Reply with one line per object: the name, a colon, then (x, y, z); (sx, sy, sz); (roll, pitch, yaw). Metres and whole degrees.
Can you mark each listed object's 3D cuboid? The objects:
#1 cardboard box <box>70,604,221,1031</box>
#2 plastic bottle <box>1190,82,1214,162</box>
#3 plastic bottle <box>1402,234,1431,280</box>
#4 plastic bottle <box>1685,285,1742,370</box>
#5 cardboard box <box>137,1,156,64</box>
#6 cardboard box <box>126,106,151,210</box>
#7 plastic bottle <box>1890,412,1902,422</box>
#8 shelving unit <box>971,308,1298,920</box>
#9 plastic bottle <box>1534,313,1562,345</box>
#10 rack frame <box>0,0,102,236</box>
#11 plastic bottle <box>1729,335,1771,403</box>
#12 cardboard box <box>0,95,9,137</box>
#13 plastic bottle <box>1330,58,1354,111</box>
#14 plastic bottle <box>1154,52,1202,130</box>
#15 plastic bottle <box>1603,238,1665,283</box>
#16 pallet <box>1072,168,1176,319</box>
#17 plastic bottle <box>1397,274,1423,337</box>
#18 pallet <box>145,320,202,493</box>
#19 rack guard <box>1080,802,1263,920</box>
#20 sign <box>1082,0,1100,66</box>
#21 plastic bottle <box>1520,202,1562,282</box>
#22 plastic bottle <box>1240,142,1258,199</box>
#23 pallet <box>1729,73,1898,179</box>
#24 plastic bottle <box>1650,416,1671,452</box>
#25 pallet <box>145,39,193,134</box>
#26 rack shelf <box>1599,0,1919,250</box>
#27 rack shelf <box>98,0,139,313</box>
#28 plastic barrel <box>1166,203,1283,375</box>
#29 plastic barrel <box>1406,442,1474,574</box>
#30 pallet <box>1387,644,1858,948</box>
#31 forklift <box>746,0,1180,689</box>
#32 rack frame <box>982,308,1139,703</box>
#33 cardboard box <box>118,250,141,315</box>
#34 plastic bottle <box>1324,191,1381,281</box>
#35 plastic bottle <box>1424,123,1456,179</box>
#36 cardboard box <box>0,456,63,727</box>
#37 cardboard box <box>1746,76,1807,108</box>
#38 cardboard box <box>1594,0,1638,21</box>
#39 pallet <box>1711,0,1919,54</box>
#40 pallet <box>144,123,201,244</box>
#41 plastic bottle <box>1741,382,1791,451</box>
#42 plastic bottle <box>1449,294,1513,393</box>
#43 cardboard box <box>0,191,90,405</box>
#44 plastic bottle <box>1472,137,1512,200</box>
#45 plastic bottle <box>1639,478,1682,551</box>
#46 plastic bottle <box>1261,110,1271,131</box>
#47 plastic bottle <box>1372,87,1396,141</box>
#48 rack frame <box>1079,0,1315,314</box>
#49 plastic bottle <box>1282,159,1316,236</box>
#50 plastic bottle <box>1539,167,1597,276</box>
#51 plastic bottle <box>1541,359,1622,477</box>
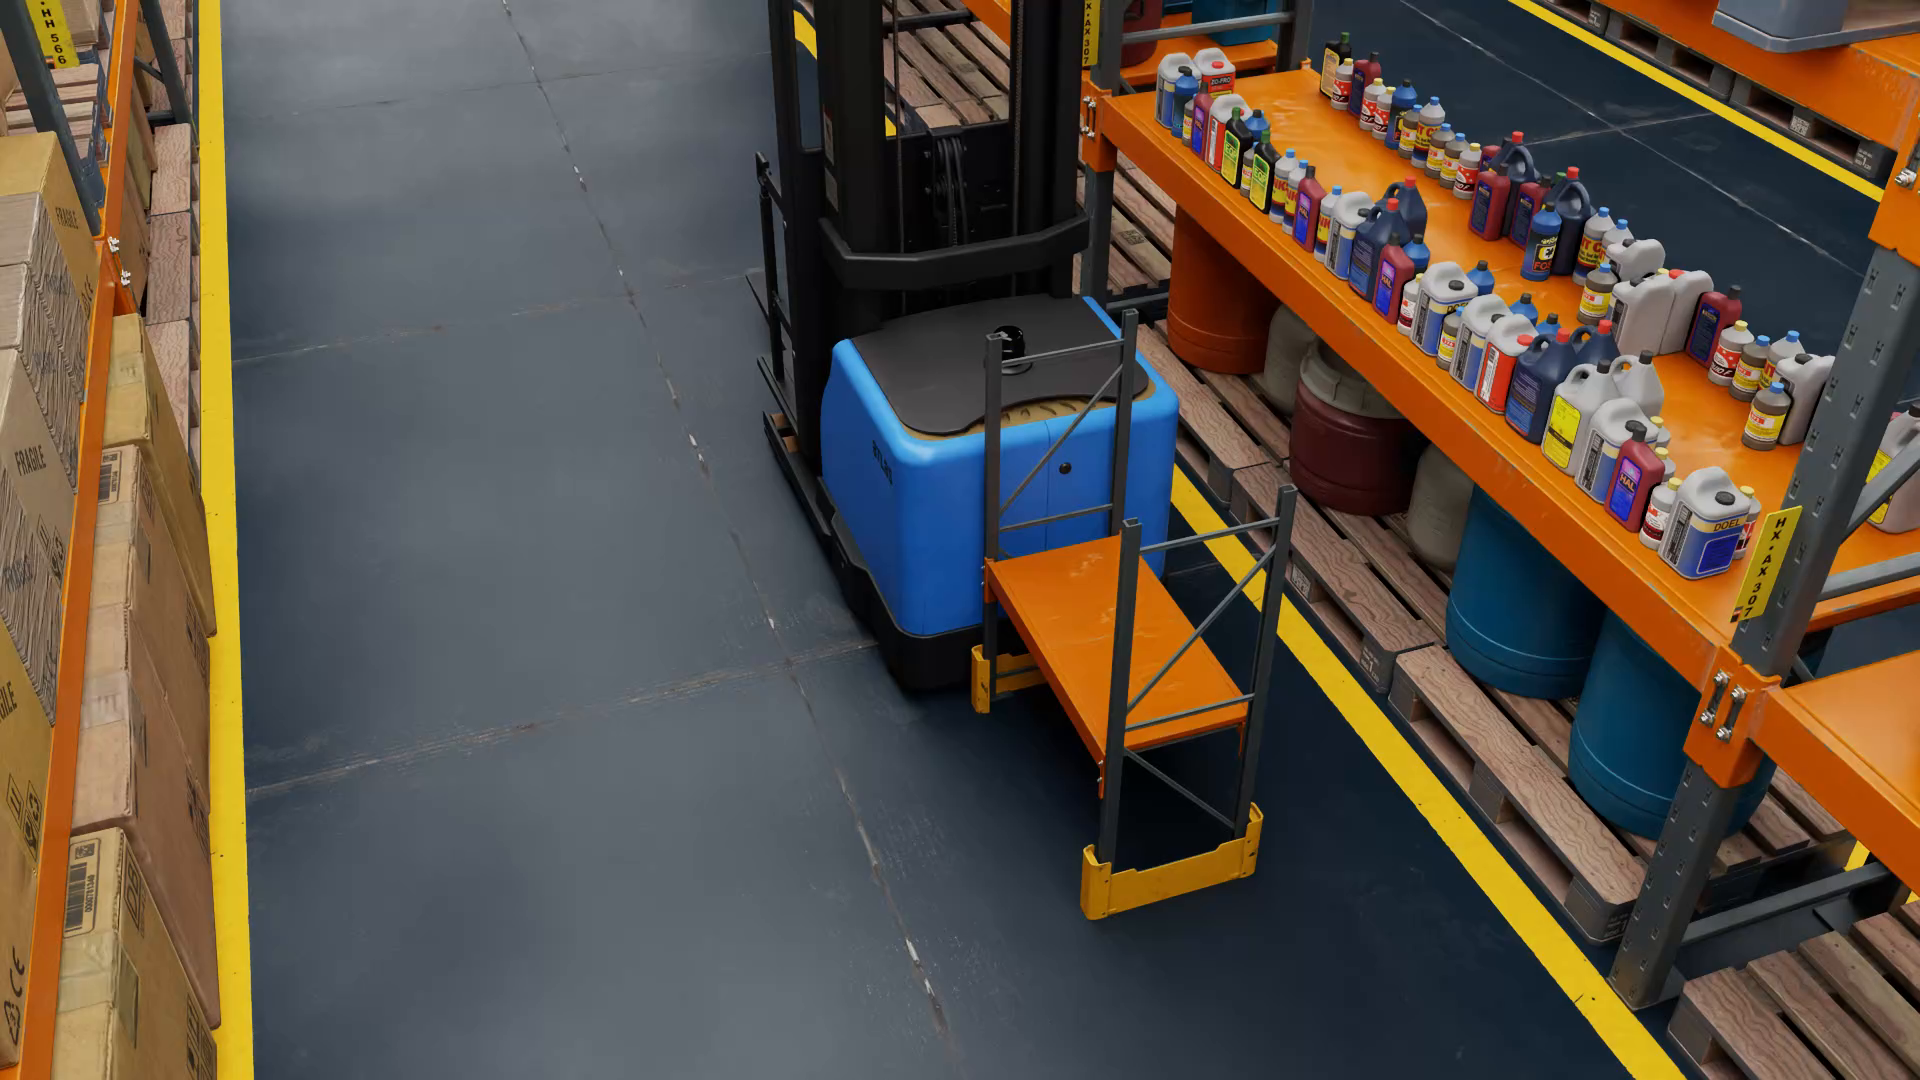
cardboard box: (-2.771, 0.903, 4.475); (1.225, 0.875, 0.875); (-14, 39, -18)
plastic bottle: (0.966, -1.648, 6.541); (0.061, 0.283, 0.133); (-12, 39, -16)
plastic bottle: (1.508, -0.891, 5.547); (0.097, 0.271, 0.097); (0, 37, 0)
plastic bottle: (2.396, -0.692, 5.272); (0.061, 0.283, 0.133); (-12, 39, -16)
cardboard box: (-5.281, -3.160, 10.181); (0.500, 0.500, 0.500); (-1, 37, -1)
cardboard box: (-4.639, -1.988, 8.607); (0.700, 0.500, 0.500); (-13, 39, -16)
plastic bottle: (2.655, -0.265, 4.706); (0.061, 0.283, 0.133); (-12, 39, -16)
shelving unit: (0.494, 0.223, 5.207); (0.587, 1.500, 1.083); (-12, 39, -16)
plastic bottle: (1.799, -0.573, 5.125); (0.097, 0.271, 0.097); (0, 37, 0)
rack frame: (-3.600, -1.175, 5.817); (1.000, 3.000, 0.127); (-12, 39, -16)
plastic bottle: (2.452, -0.535, 5.132); (0.097, 0.201, 0.097); (0, 37, 0)
cardboard box: (-3.823, -1.680, 6.055); (0.500, 0.500, 0.500); (-17, 40, -21)
plastic bottle: (1.613, -1.912, 6.961); (0.097, 0.201, 0.097); (0, 37, 0)
plastic bottle: (0.896, -1.840, 6.802); (0.152, 0.276, 0.135); (-12, 39, -16)
plastic bottle: (2.227, -0.886, 5.536); (0.152, 0.276, 0.135); (-12, 39, -16)
pallet: (0.820, -1.533, 8.609); (1.003, 0.211, 1.213); (-12, 39, -16)
plastic bottle: (1.497, -0.776, 5.452); (0.097, 0.201, 0.097); (0, 37, 0)
pallet: (-3.868, -0.503, 7.243); (1.003, 0.211, 1.213); (-12, 39, -16)
rack guard: (0.662, 1.005, 5.208); (0.587, 0.250, 0.087); (-12, 39, -16)
sign: (0.536, -2.148, 6.973); (0.100, 0.325, 0.005); (-12, 39, -16)
plastic bottle: (2.010, -1.035, 5.738); (0.097, 0.271, 0.097); (0, 37, 0)
plastic bottle: (1.115, -1.402, 6.283); (0.097, 0.201, 0.097); (0, 37, 0)
pallet: (5.456, -2.583, 10.004); (1.003, 0.211, 1.213); (-12, 39, -16)
plastic bottle: (1.973, -0.260, 4.767); (0.097, 0.201, 0.097); (0, 37, 0)
pallet: (-5.241, -2.693, 10.150); (1.003, 0.211, 1.213); (-12, 39, -16)
rack shelf: (1.739, -1.982, 4.993); (1.077, 0.370, 4.000); (-12, 39, -16)
rack shelf: (-4.288, -2.018, 7.534); (1.077, 0.370, 4.000); (-12, 39, -16)
plastic barrel: (1.235, -1.229, 7.343); (0.600, 0.830, 0.708); (-12, 39, -16)
plastic barrel: (1.902, -0.163, 6.193); (0.421, 0.512, 0.421); (0, 37, 0)
pallet: (2.201, 0.728, 5.608); (1.003, 0.211, 1.213); (-12, 39, -16)
forklift: (-0.214, -1.528, 6.342); (1.130, 2.935, 3.031); (-12, 39, -16)
rack frame: (0.319, -0.070, 5.596); (0.500, 1.500, 0.032); (-12, 39, -16)
cardboard box: (-4.052, -1.038, 7.346); (0.700, 0.500, 0.500); (-16, 40, -20)
plastic bottle: (1.373, -1.056, 5.762); (0.152, 0.276, 0.135); (-12, 39, -16)
plastic bottle: (1.860, -1.507, 6.423); (0.097, 0.201, 0.097); (0, 37, 0)
cardboard box: (-2.493, 0.166, 3.953); (0.500, 0.500, 0.500); (-13, 39, -17)
cardboard box: (5.112, -2.831, 9.951); (0.500, 0.250, 0.500); (-13, 39, -16)
cardboard box: (4.588, -3.693, 11.096); (0.500, 0.250, 0.500); (-14, 39, -17)
pallet: (2.065, -1.486, 3.894); (1.213, 0.211, 1.003); (-12, 39, -16)
pallet: (-4.707, -1.882, 9.073); (1.003, 0.211, 1.213); (-12, 39, -16)
plastic bottle: (2.389, -0.372, 4.916); (0.097, 0.201, 0.097); (0, 37, 0)
plastic bottle: (1.642, -0.615, 5.176); (0.152, 0.276, 0.135); (-12, 39, -16)
cardboard box: (-3.031, -0.705, 5.110); (0.500, 0.500, 0.500); (-13, 39, -16)
plastic bottle: (1.984, -1.368, 6.170); (0.061, 0.283, 0.133); (-12, 39, -16)
plastic bottle: (1.922, -0.077, 4.525); (0.097, 0.201, 0.097); (0, 37, 0)
plastic bottle: (1.166, -1.585, 6.526); (0.097, 0.201, 0.097); (0, 37, 0)
plastic bottle: (1.726, -1.727, 6.715); (0.097, 0.201, 0.097); (0, 37, 0)
rack frame: (1.050, -2.201, 7.179); (1.000, 3.000, 0.127); (-12, 39, -16)
plastic bottle: (1.228, -1.245, 6.016); (0.097, 0.271, 0.097); (0, 37, 0)
plastic bottle: (2.109, -1.117, 5.781); (0.144, 0.351, 0.185); (-12, 39, -16)
plastic bottle: (1.803, -0.373, 4.793); (0.144, 0.351, 0.185); (-12, 39, -16)
